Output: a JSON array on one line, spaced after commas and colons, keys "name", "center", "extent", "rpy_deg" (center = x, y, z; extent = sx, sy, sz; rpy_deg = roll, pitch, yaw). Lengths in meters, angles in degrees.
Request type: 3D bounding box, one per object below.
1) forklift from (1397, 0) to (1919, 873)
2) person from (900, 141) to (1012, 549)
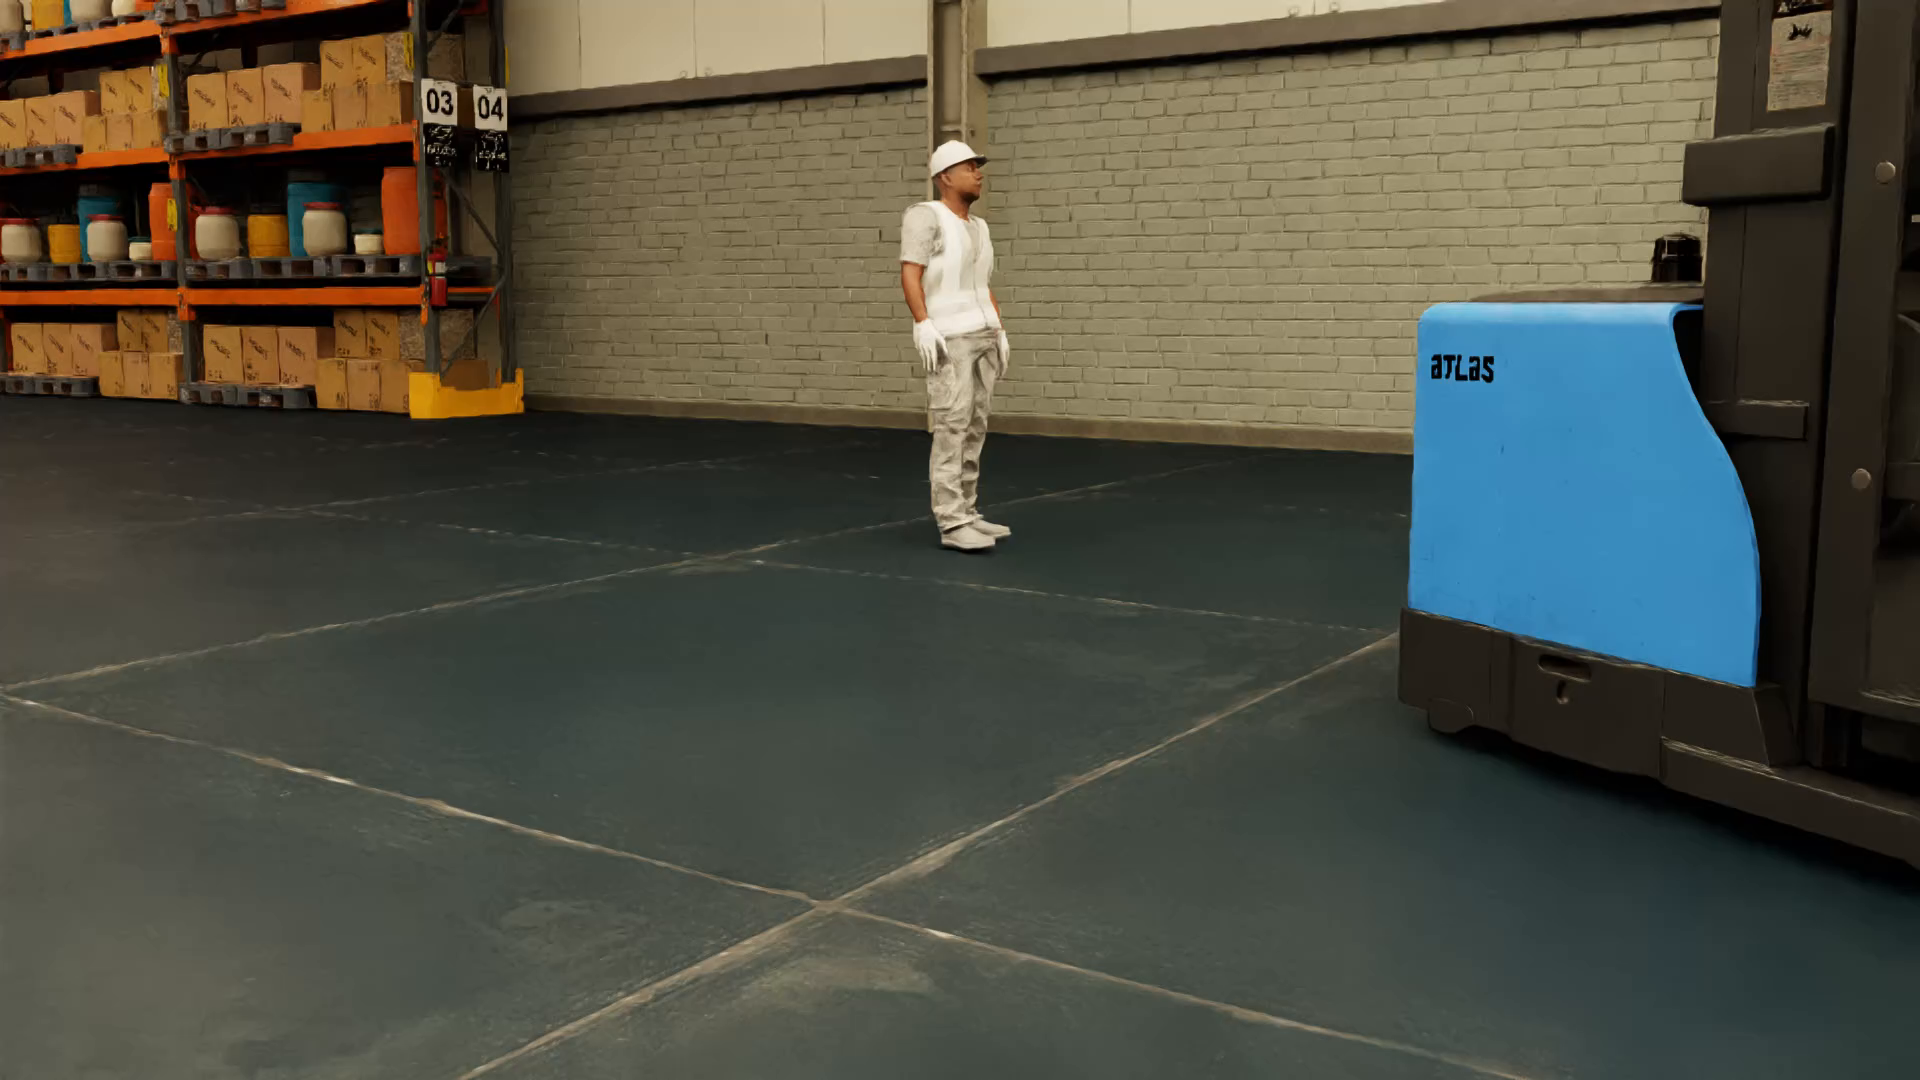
[{"name": "forklift", "center": [2.238, -0.824, 2.985], "extent": [1.130, 2.935, 3.031], "rpy_deg": [-4, 9, -27]}, {"name": "person", "center": [0.055, -0.883, 7.431], "extent": [0.576, 1.782, 0.655], "rpy_deg": [5, 10, 34]}]
